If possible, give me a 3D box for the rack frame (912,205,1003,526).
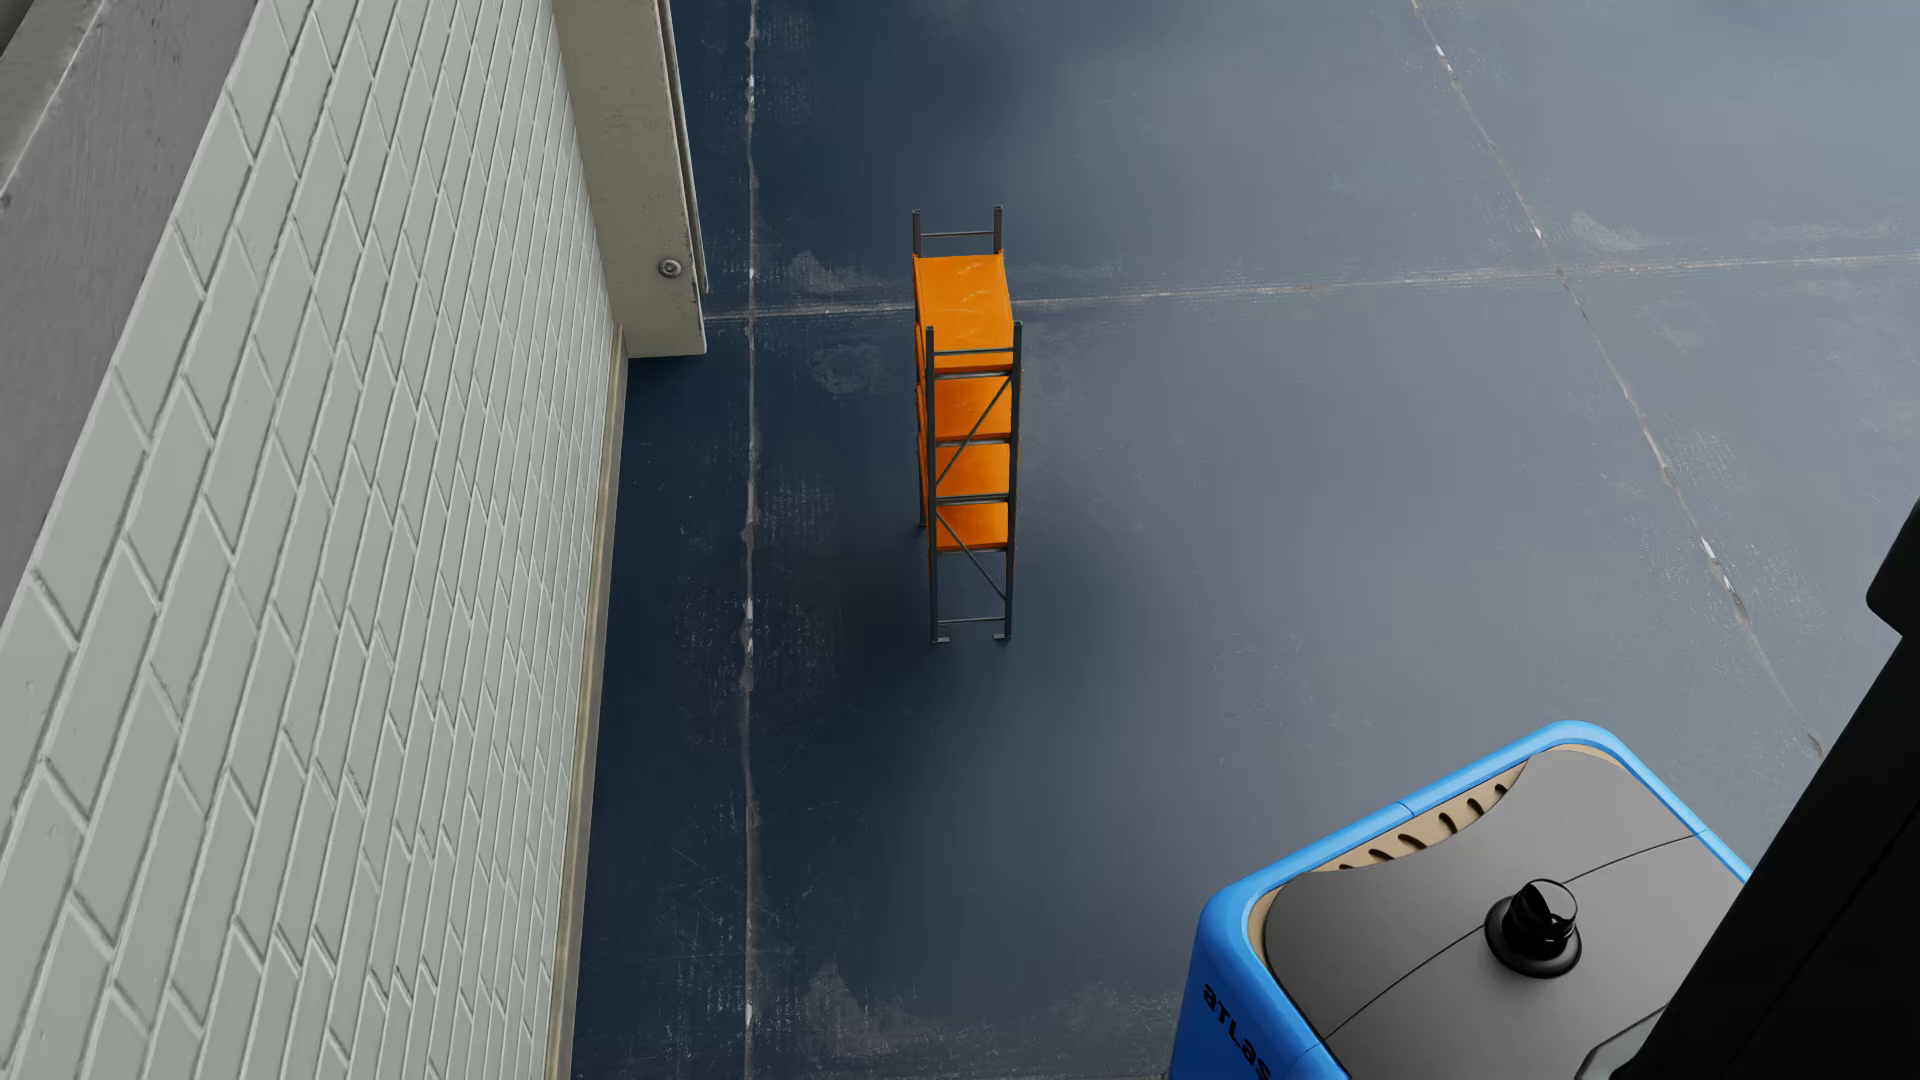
[{"bbox_3d":[-0.007,-0.469,4.868,0.240,1.200,0.015,-3,47,-3],"label":"rack frame"}]

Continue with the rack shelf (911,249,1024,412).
[{"bbox_3d":[0.014,-0.563,4.416,0.258,0.148,0.480,-3,47,-3],"label":"rack shelf"}]

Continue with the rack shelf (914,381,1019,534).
[{"bbox_3d":[0.014,-0.247,4.750,0.258,0.148,0.480,-3,47,-3],"label":"rack shelf"}]

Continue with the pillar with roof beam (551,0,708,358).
[{"bbox_3d":[3.222,-4.148,2.980,9.100,9.000,0.400,-3,47,-3],"label":"pillar with roof beam"}]

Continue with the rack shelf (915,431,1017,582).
[{"bbox_3d":[0.014,-0.110,4.894,0.258,0.148,0.480,-3,47,-3],"label":"rack shelf"}]

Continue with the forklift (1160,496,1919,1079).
[{"bbox_3d":[1.580,1.189,2.105,1.130,2.935,3.031,-22,50,-19],"label":"forklift"}]

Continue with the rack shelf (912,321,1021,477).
[{"bbox_3d":[0.014,-0.400,4.587,0.258,0.148,0.480,-3,47,-3],"label":"rack shelf"}]

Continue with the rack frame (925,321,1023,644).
[{"bbox_3d":[0.034,-0.116,4.534,0.240,1.200,0.015,-3,47,-3],"label":"rack frame"}]

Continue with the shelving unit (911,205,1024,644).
[{"bbox_3d":[0.014,-0.293,4.701,0.258,1.200,0.503,-3,47,-3],"label":"shelving unit"}]
